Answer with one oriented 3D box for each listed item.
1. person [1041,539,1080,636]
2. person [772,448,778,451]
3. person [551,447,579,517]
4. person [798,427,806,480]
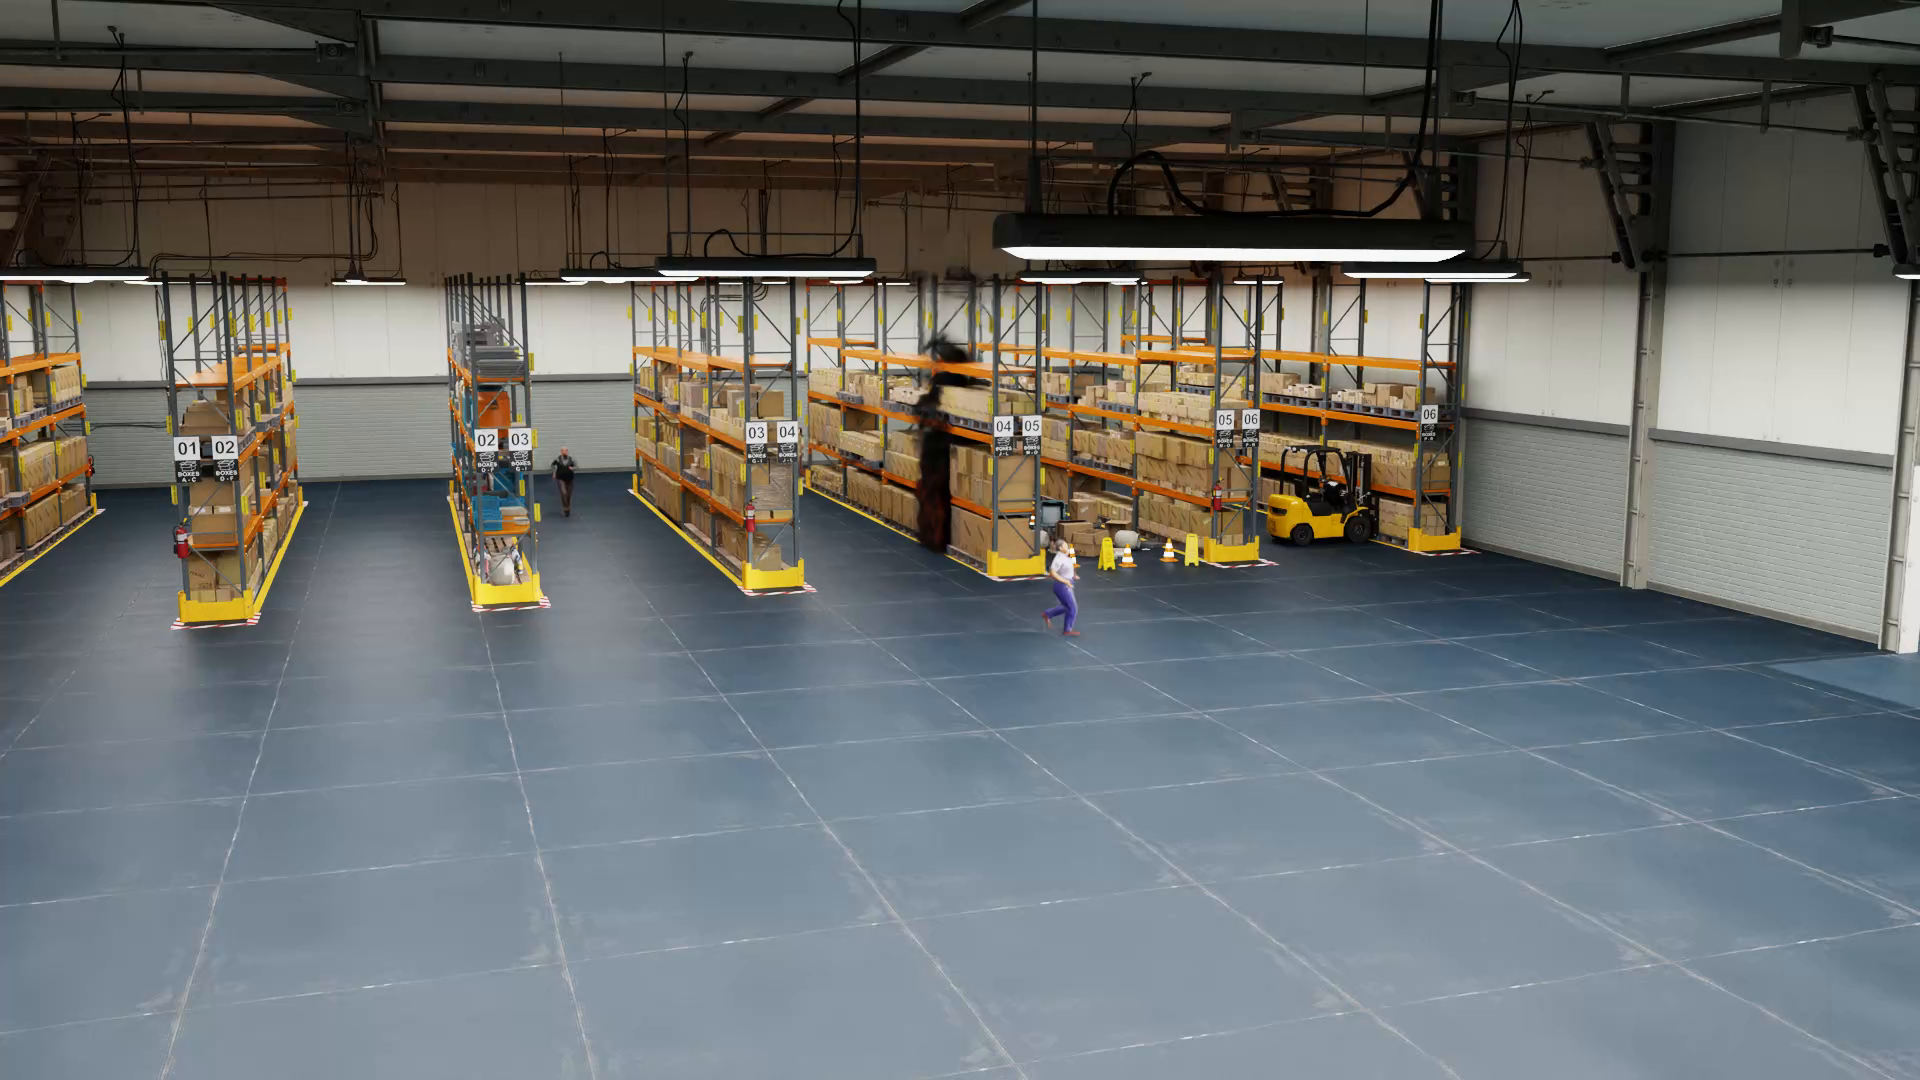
[{"bbox_3d":[1.688,0.782,27.621,0.647,1.598,0.613,2,9,12],"label":"person"},{"bbox_3d":[-5.318,-2.242,47.184,0.738,1.748,0.716,-2,9,-12],"label":"person"},{"bbox_3d":[-9.997,-1.508,42.144,0.645,1.728,0.953,-4,9,-24],"label":"person"},{"bbox_3d":[-4.762,-2.498,49.103,0.828,1.684,0.576,-8,12,-43],"label":"person"}]
